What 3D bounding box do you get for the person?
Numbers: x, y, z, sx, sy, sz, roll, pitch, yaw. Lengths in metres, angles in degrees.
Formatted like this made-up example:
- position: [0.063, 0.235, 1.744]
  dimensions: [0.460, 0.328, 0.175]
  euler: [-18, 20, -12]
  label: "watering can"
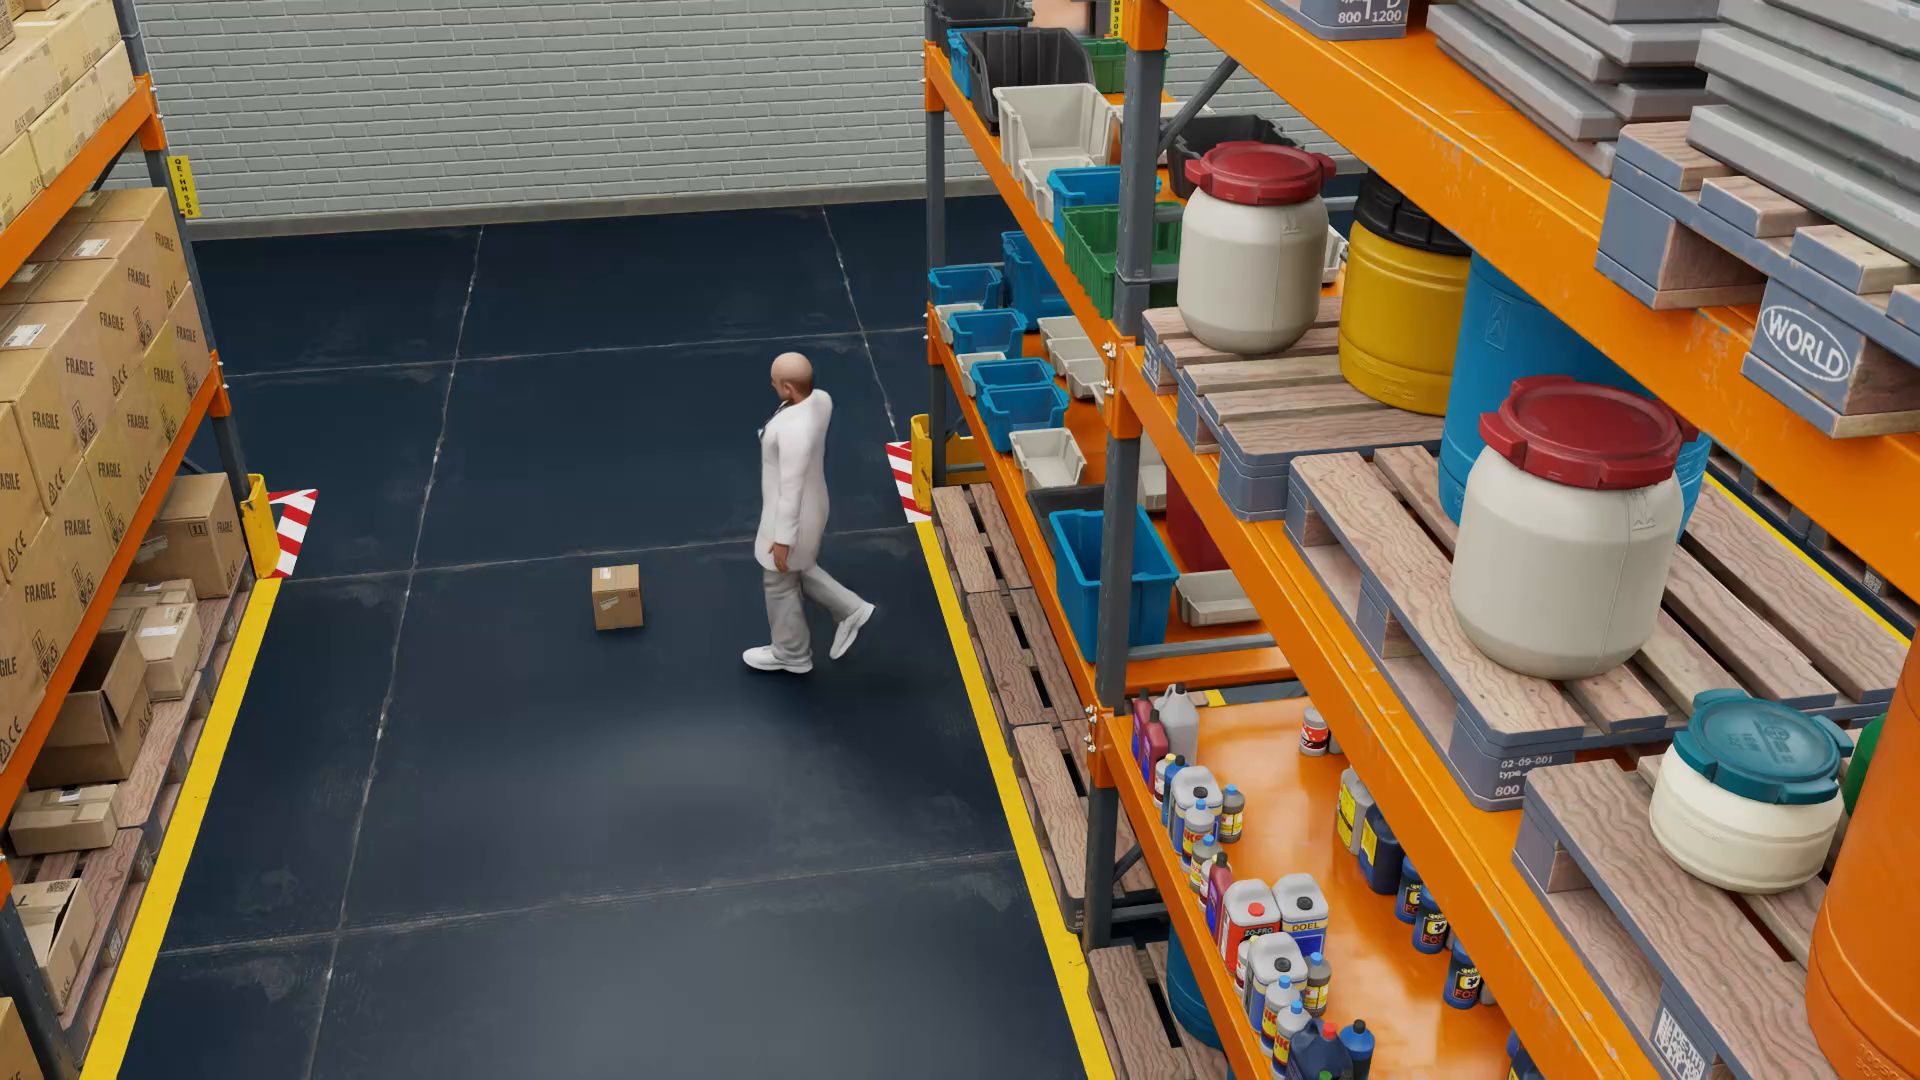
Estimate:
- position: [-0.789, -0.123, 8.338]
  dimensions: [0.670, 1.759, 0.626]
  euler: [8, 31, 13]
  label: "person"
